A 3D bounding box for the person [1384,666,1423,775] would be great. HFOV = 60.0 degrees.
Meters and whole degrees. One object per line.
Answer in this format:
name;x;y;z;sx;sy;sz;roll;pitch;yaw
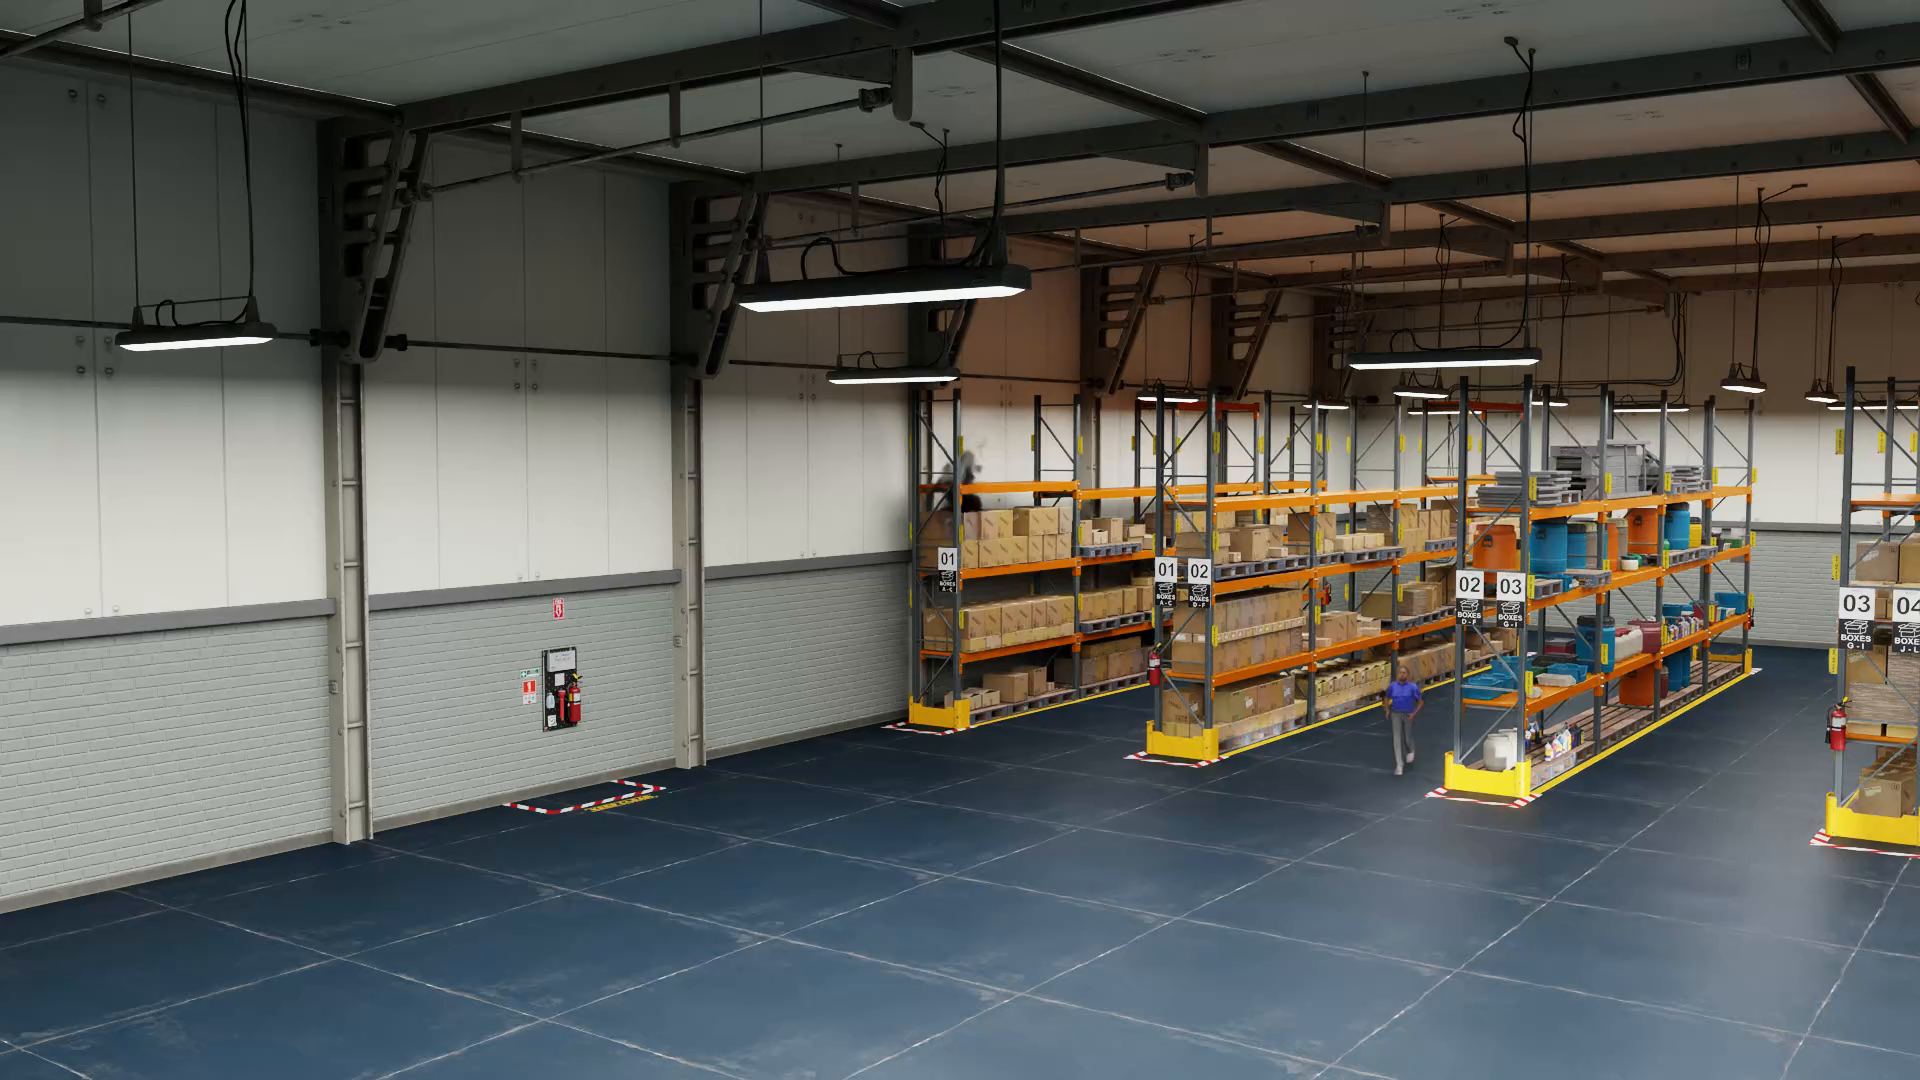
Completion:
person;6.788;2.735;25.497;0.608;1.631;0.797;1;4;24
